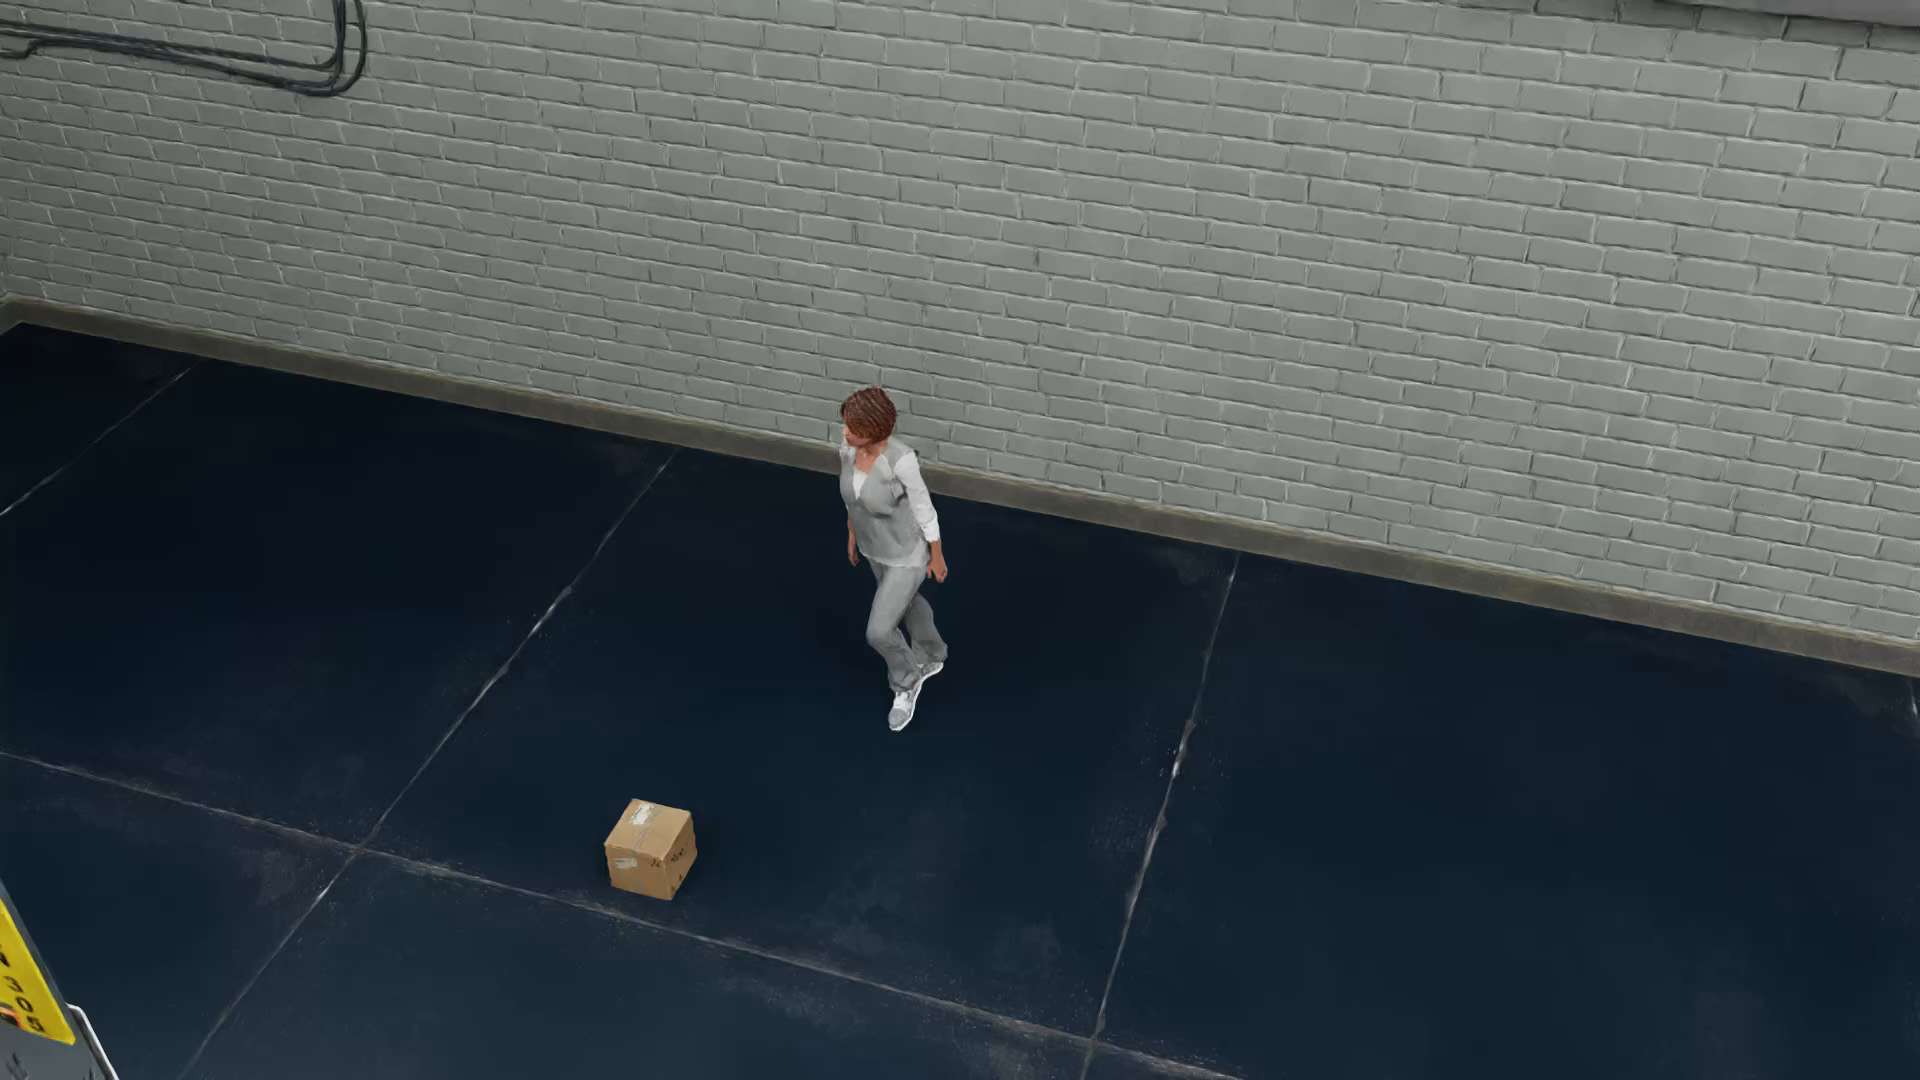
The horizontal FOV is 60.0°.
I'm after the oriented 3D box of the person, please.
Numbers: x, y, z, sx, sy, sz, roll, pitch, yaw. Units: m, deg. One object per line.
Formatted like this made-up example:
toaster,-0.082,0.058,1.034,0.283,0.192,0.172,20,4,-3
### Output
person,-0.261,0.030,6.844,0.500,1.596,0.442,-27,45,-31
